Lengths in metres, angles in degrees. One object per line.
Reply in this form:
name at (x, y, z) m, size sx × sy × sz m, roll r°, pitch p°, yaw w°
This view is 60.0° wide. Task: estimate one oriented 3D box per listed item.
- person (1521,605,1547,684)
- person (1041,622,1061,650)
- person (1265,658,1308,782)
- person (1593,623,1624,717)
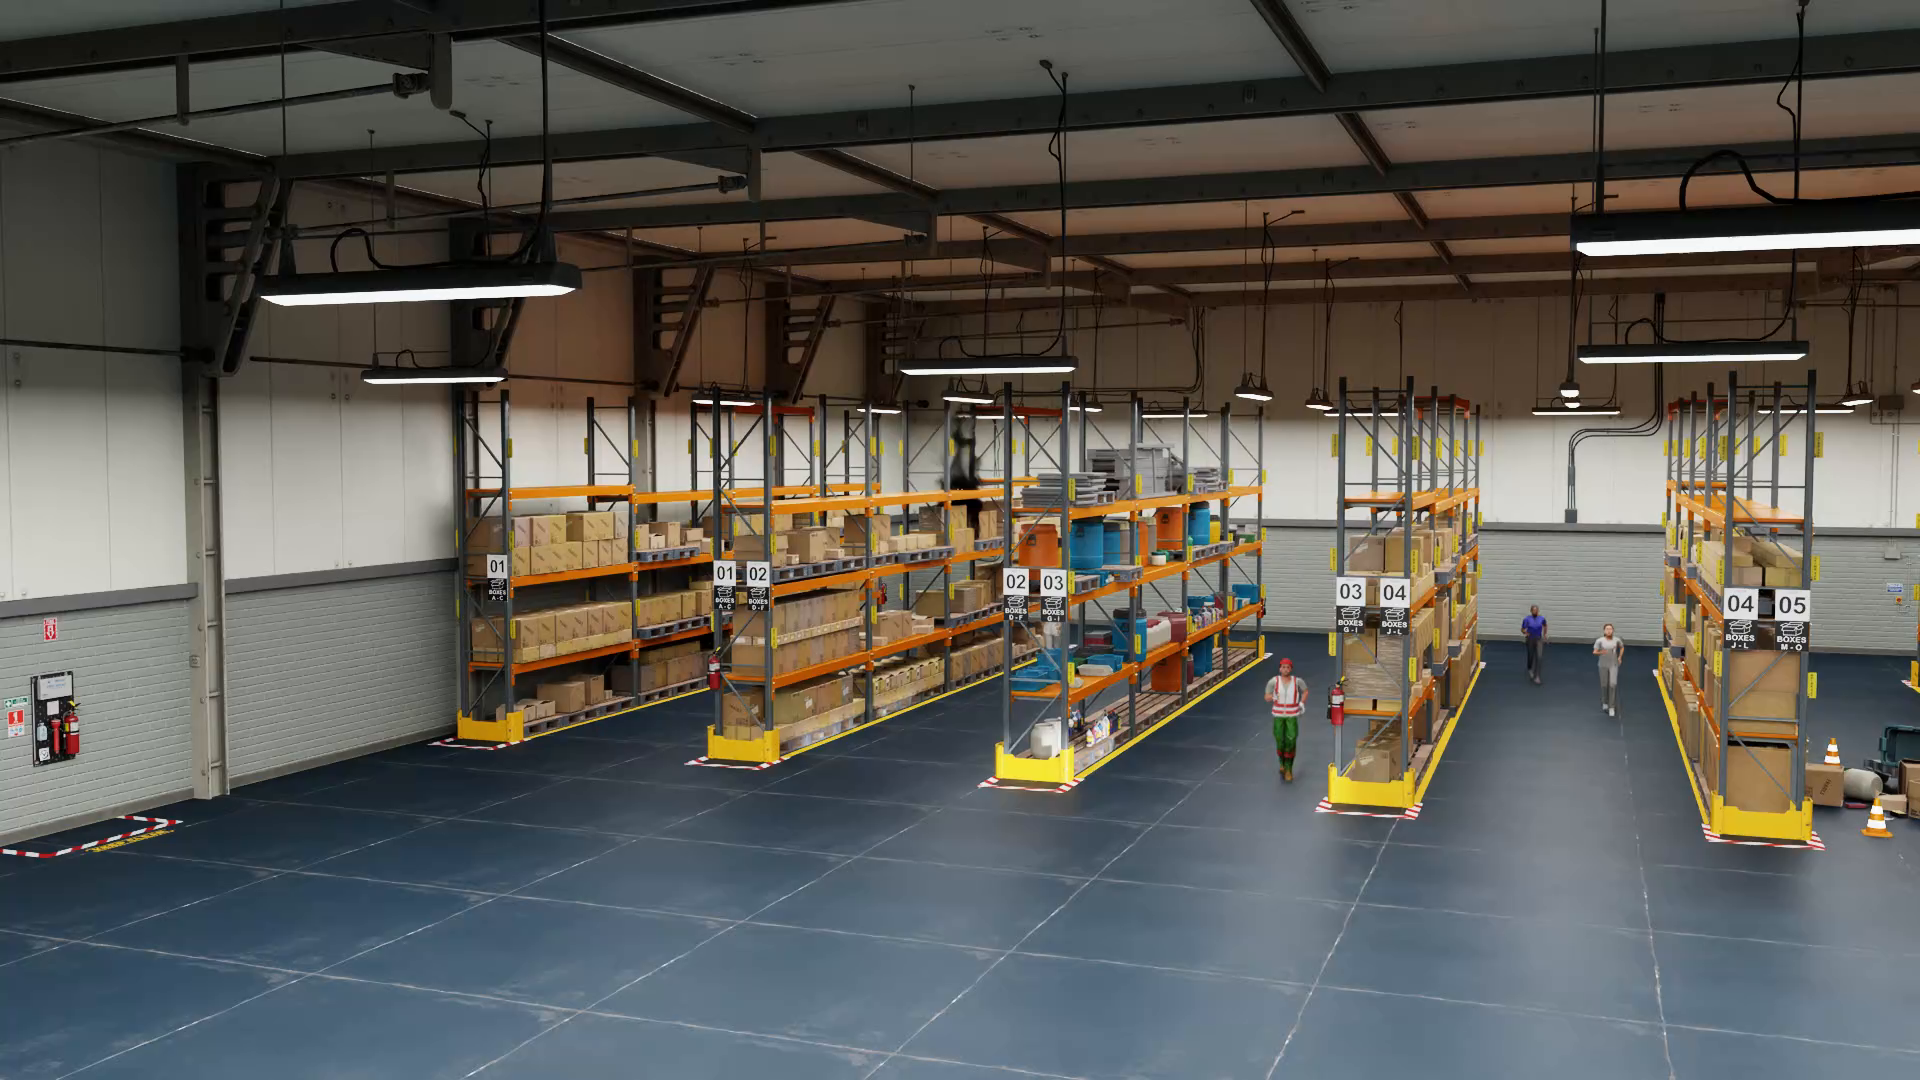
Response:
person at (12.350, 2.212, 35.779) m, size 0.560 × 1.661 × 0.922 m, roll 1°, pitch 3°, yaw 13°
person at (1.965, 1.984, 34.846) m, size 0.602 × 1.655 × 0.536 m, roll 1°, pitch 3°, yaw 20°
person at (4.940, 2.713, 25.233) m, size 0.633 × 1.842 × 0.739 m, roll 1°, pitch 3°, yaw 16°
person at (12.227, 2.422, 31.364) m, size 0.555 × 1.705 × 0.842 m, roll 1°, pitch 3°, yaw 21°
